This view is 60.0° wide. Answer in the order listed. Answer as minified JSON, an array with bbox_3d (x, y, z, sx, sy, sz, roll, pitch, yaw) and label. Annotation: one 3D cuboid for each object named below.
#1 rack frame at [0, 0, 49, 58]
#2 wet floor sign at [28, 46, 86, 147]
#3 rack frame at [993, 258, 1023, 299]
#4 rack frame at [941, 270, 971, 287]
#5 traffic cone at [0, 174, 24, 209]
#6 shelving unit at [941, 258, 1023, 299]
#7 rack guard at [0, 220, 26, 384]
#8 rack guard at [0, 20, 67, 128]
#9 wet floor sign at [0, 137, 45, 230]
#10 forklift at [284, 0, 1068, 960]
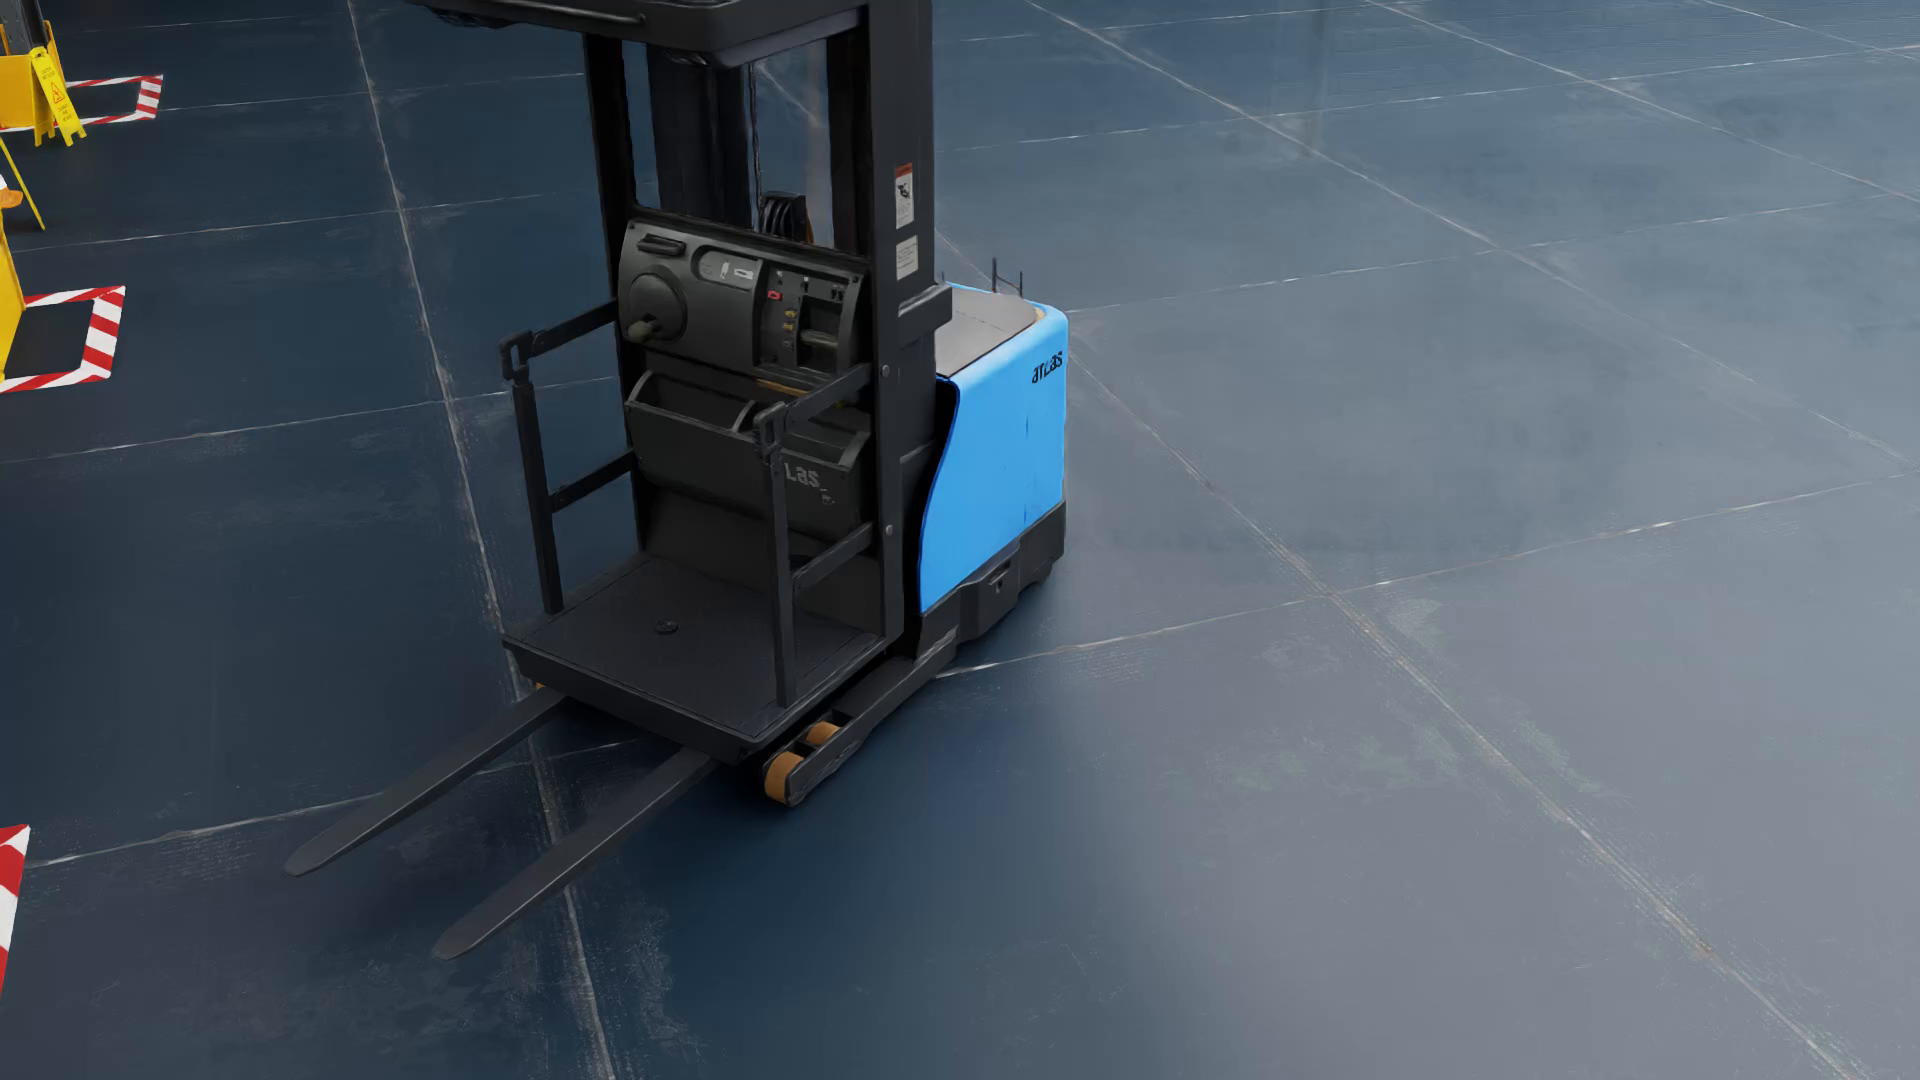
[{"bbox_3d":[-6.852,-4.562,11.728,0.127,3.000,1.000,-10,31,-18],"label":"rack frame"},{"bbox_3d":[-6.301,-3.076,11.497,0.232,0.644,0.267,0,30,0],"label":"wet floor sign"},{"bbox_3d":[0.188,-0.620,6.778,0.008,1.050,0.200,-18,34,-28],"label":"rack frame"},{"bbox_3d":[-0.016,-0.554,6.662,0.008,1.050,0.200,-18,34,-28],"label":"rack frame"},{"bbox_3d":[-6.099,-2.331,10.374,0.334,0.463,0.336,-10,31,-18],"label":"traffic cone"},{"bbox_3d":[0.086,-0.587,6.720,0.252,1.050,0.215,-18,34,-28],"label":"shelving unit"},{"bbox_3d":[-5.008,-1.201,8.353,0.348,0.500,1.175,-10,31,-18],"label":"rack guard"},{"bbox_3d":[-6.923,-3.463,12.324,0.348,0.500,1.175,-10,31,-18],"label":"rack guard"},{"bbox_3d":[-5.694,-2.184,9.931,0.232,0.644,0.267,-16,33,-26],"label":"wet floor sign"},{"bbox_3d":[-0.807,-0.699,5.015,1.130,2.935,3.031,18,34,28],"label":"forklift"}]
